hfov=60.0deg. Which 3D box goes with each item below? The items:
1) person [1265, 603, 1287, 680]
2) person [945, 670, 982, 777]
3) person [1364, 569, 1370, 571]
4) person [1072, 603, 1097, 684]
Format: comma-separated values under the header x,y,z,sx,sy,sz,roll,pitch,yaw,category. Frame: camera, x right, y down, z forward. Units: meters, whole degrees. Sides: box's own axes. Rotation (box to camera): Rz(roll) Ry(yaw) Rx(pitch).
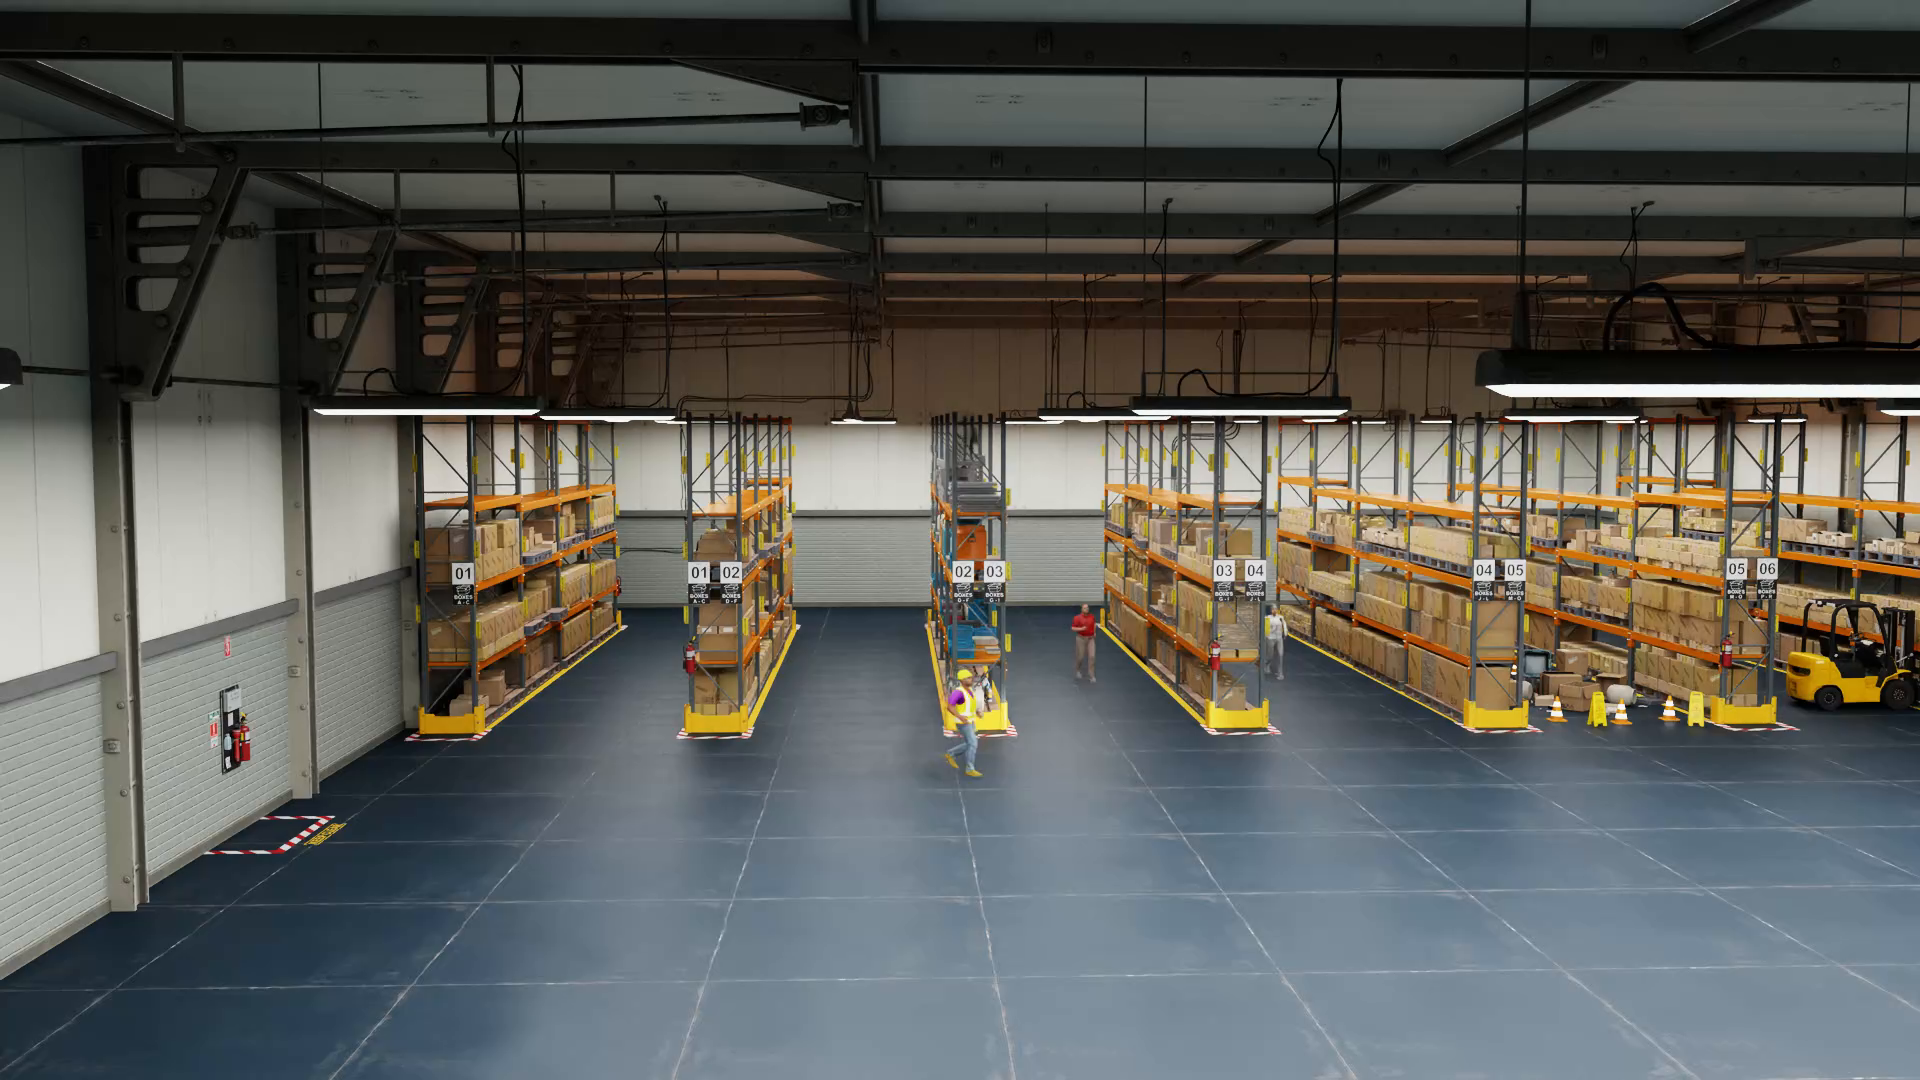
x,y,z,sx,sy,sz,roll,pitch,yaw,category
7.206,2.288,38.019,0.620,1.703,0.929,0,4,-3,person
0.037,2.996,27.299,0.714,1.746,0.708,2,4,23,person
11.222,1.675,45.919,0.661,1.769,0.993,0,4,-2,person
2.811,2.299,37.354,0.653,1.752,0.898,-1,4,-16,person
